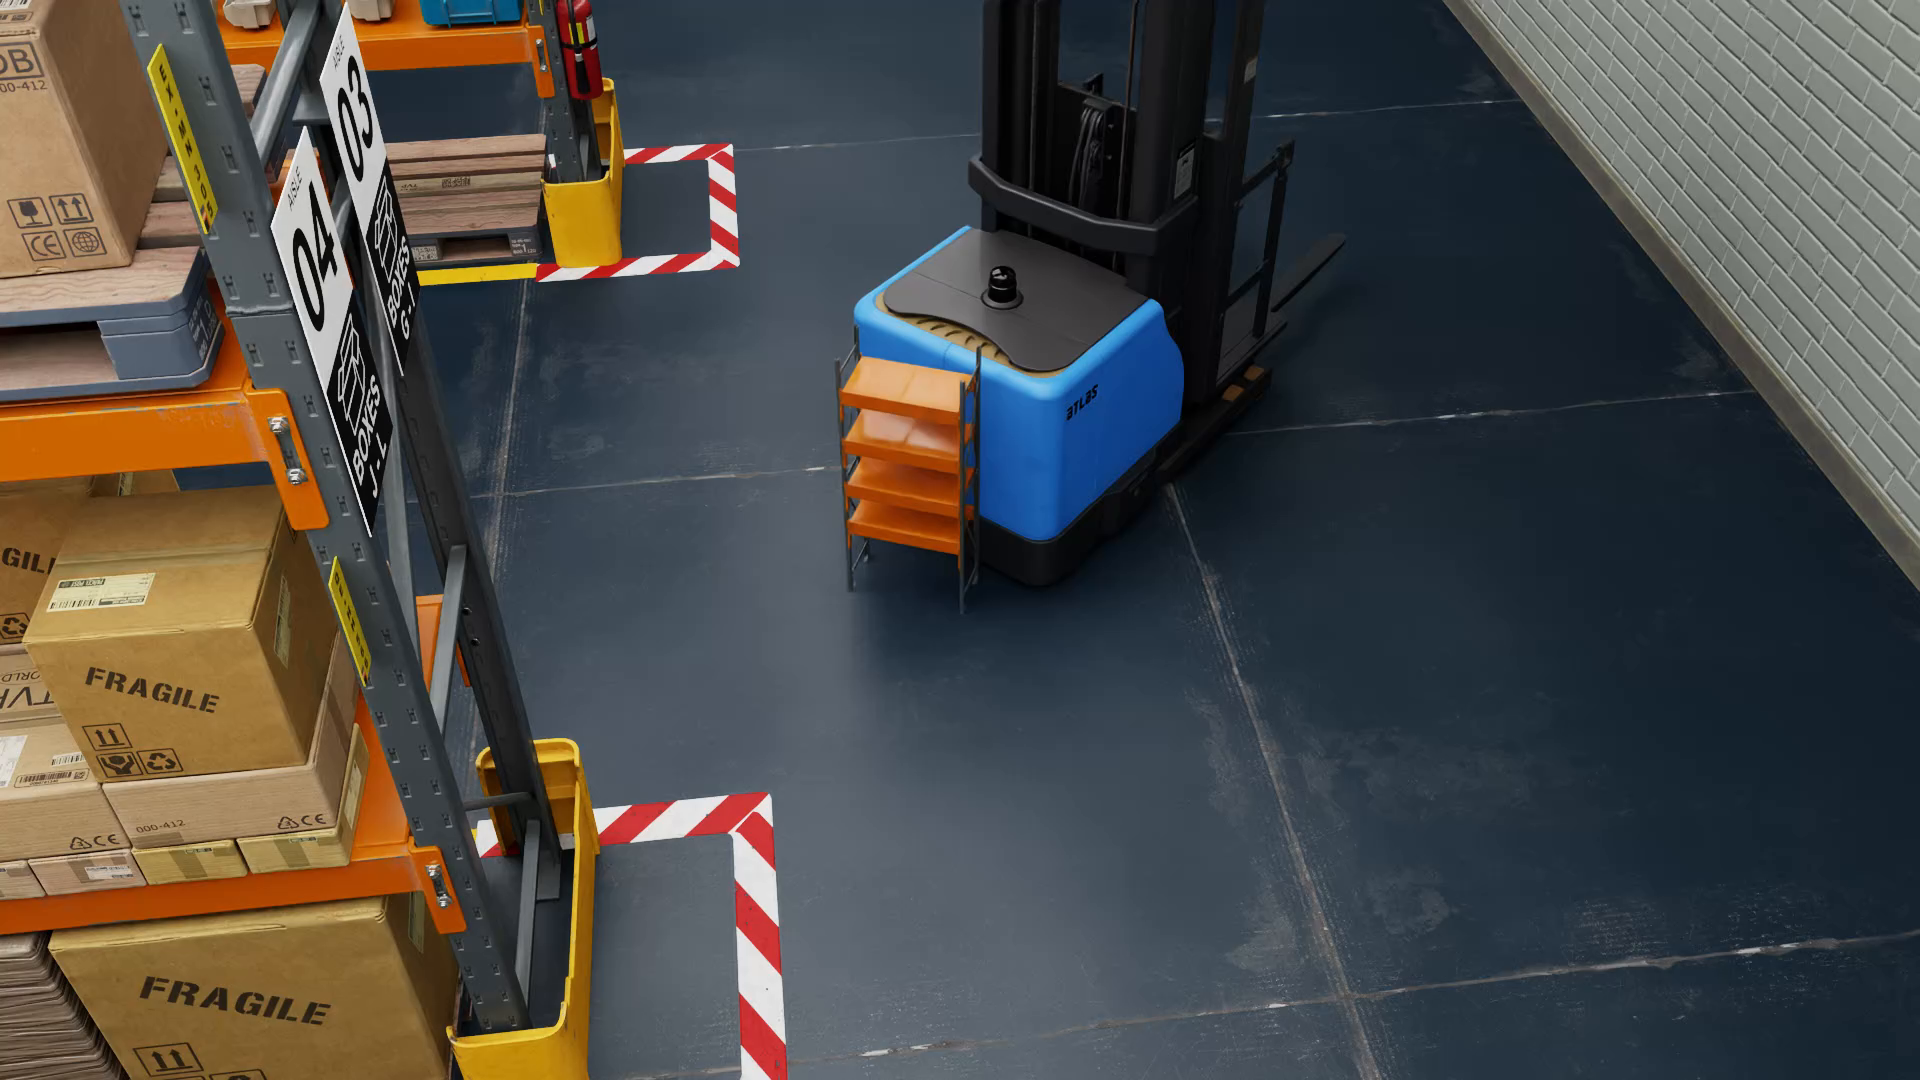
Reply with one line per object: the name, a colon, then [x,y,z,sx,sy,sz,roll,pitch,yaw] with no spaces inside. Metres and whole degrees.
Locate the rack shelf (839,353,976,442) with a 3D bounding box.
rack shelf: [-0.195,-0.548,6.375,0.480,0.148,0.258,11,43,12]

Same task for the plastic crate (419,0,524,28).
plastic crate: [-2.385,-2.829,8.076,0.499,0.435,0.616,-5,42,-6]

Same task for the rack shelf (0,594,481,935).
rack shelf: [-3.418,0.783,4.679,4.000,0.370,1.077,-5,42,-6]

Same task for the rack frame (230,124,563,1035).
rack frame: [-1.435,0.342,4.631,0.127,3.000,1.000,-5,42,-6]

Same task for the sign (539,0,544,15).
sign: [-1.989,-2.644,7.820,0.005,0.325,0.100,-5,42,-6]

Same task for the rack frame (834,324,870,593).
rack frame: [-0.429,-0.302,6.689,0.015,1.200,0.240,11,43,12]

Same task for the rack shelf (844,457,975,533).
rack shelf: [-0.195,-0.207,6.684,0.480,0.148,0.258,11,43,12]

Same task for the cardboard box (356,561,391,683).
cardboard box: [-1.829,0.247,4.924,0.250,0.149,0.380,-5,42,-5]

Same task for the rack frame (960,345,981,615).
rack frame: [0.040,-0.211,6.588,0.015,1.200,0.240,11,43,12]

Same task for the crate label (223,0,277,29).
crate label: [-3.424,-2.624,8.072,0.243,0.136,0.396,-5,42,-6]

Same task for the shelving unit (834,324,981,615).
shelving unit: [-0.195,-0.257,6.639,0.503,1.200,0.258,11,43,12]

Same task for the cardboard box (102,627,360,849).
cardboard box: [-1.881,0.506,4.340,0.500,0.250,0.500,-6,42,-6]

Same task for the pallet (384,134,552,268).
pallet: [-2.900,-1.866,9.161,1.213,0.211,1.003,-5,42,-6]

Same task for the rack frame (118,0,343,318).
rack frame: [-1.435,-1.885,2.622,0.127,3.000,1.000,-5,42,-6]

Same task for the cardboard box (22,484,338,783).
cardboard box: [-1.884,0.226,4.090,0.500,0.500,0.500,-5,42,-5]

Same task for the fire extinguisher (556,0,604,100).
fire extinguisher: [-1.868,-2.491,8.109,0.183,0.674,0.296,-5,42,-6]

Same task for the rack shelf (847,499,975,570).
rack shelf: [-0.195,-0.059,6.817,0.480,0.148,0.258,11,43,12]

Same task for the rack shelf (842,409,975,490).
rack shelf: [-0.195,-0.373,6.534,0.480,0.148,0.258,11,43,12]

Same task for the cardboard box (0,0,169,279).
cardboard box: [-1.943,-0.921,3.329,0.500,0.500,0.700,-7,43,-8]

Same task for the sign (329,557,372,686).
sign: [-1.378,0.186,3.763,0.005,0.325,0.100,-5,42,-6]

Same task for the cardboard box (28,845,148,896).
cardboard box: [-2.253,0.730,4.389,0.250,0.149,0.380,-5,42,-5]

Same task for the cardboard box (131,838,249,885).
cardboard box: [-2.003,0.709,4.412,0.250,0.149,0.380,-5,42,-5]

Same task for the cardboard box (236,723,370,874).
cardboard box: [-1.745,0.685,4.438,0.250,0.149,0.380,-4,42,-5]

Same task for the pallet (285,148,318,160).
pallet: [-4.107,-1.762,9.046,1.213,0.211,1.003,-5,42,-6]

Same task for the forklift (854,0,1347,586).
forklift: [0.841,-1.835,7.097,1.130,2.935,3.031,27,48,27]

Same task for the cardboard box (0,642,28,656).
cardboard box: [-2.460,0.199,4.679,0.500,0.250,0.500,-5,42,-6]

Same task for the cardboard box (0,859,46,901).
cardboard box: [-2.500,0.751,4.365,0.250,0.149,0.380,-4,42,-5]

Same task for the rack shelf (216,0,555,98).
rack shelf: [-4.060,-2.506,8.326,4.000,0.370,1.077,-5,42,-6]

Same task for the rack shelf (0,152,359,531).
rack shelf: [-3.418,-0.331,3.675,4.000,0.370,1.077,-5,42,-6]

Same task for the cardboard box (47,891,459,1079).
cardboard box: [-2.059,1.084,5.081,0.875,0.875,0.875,-5,42,-6]

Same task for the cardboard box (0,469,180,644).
cardboard box: [-2.441,-0.085,4.435,0.500,0.500,0.500,-6,42,-7]

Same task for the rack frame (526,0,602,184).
rack frame: [-2.077,-2.947,8.278,0.127,3.000,1.000,-5,42,-6]

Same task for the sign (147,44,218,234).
sign: [-1.378,-0.709,2.955,0.005,0.325,0.100,-5,42,-6]

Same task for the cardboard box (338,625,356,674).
cardboard box: [-1.946,0.150,4.734,0.500,0.250,0.500,-6,42,-7]

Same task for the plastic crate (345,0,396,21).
plastic crate: [-2.862,-2.680,8.134,0.243,0.136,0.396,-5,42,-6]

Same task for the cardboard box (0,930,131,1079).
cardboard box: [-2.961,1.163,4.994,0.875,0.875,0.875,-5,42,-6]

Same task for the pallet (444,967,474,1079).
pallet: [-2.217,1.499,5.430,1.213,0.211,1.003,-5,42,-6]

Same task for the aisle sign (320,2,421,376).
aisle sign: [-1.402,-0.829,3.988,0.004,0.787,0.394,-5,42,-6]

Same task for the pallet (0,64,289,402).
pallet: [-2.169,-0.667,3.577,1.213,0.211,1.003,-5,42,-6]

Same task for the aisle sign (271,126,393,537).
aisle sign: [-1.324,-0.430,3.546,0.004,0.787,0.394,-5,42,-6]

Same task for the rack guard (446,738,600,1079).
rack guard: [-1.411,1.268,5.470,0.348,0.500,1.175,-5,42,-6]

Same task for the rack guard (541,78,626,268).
rack guard: [-2.055,-2.030,9.127,0.348,0.500,1.175,-5,42,-6]

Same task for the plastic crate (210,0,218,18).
plastic crate: [-3.715,-2.586,8.030,0.250,0.136,0.298,-5,42,-6]

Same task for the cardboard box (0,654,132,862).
cardboard box: [-2.384,0.549,4.291,0.500,0.250,0.500,-6,42,-6]
